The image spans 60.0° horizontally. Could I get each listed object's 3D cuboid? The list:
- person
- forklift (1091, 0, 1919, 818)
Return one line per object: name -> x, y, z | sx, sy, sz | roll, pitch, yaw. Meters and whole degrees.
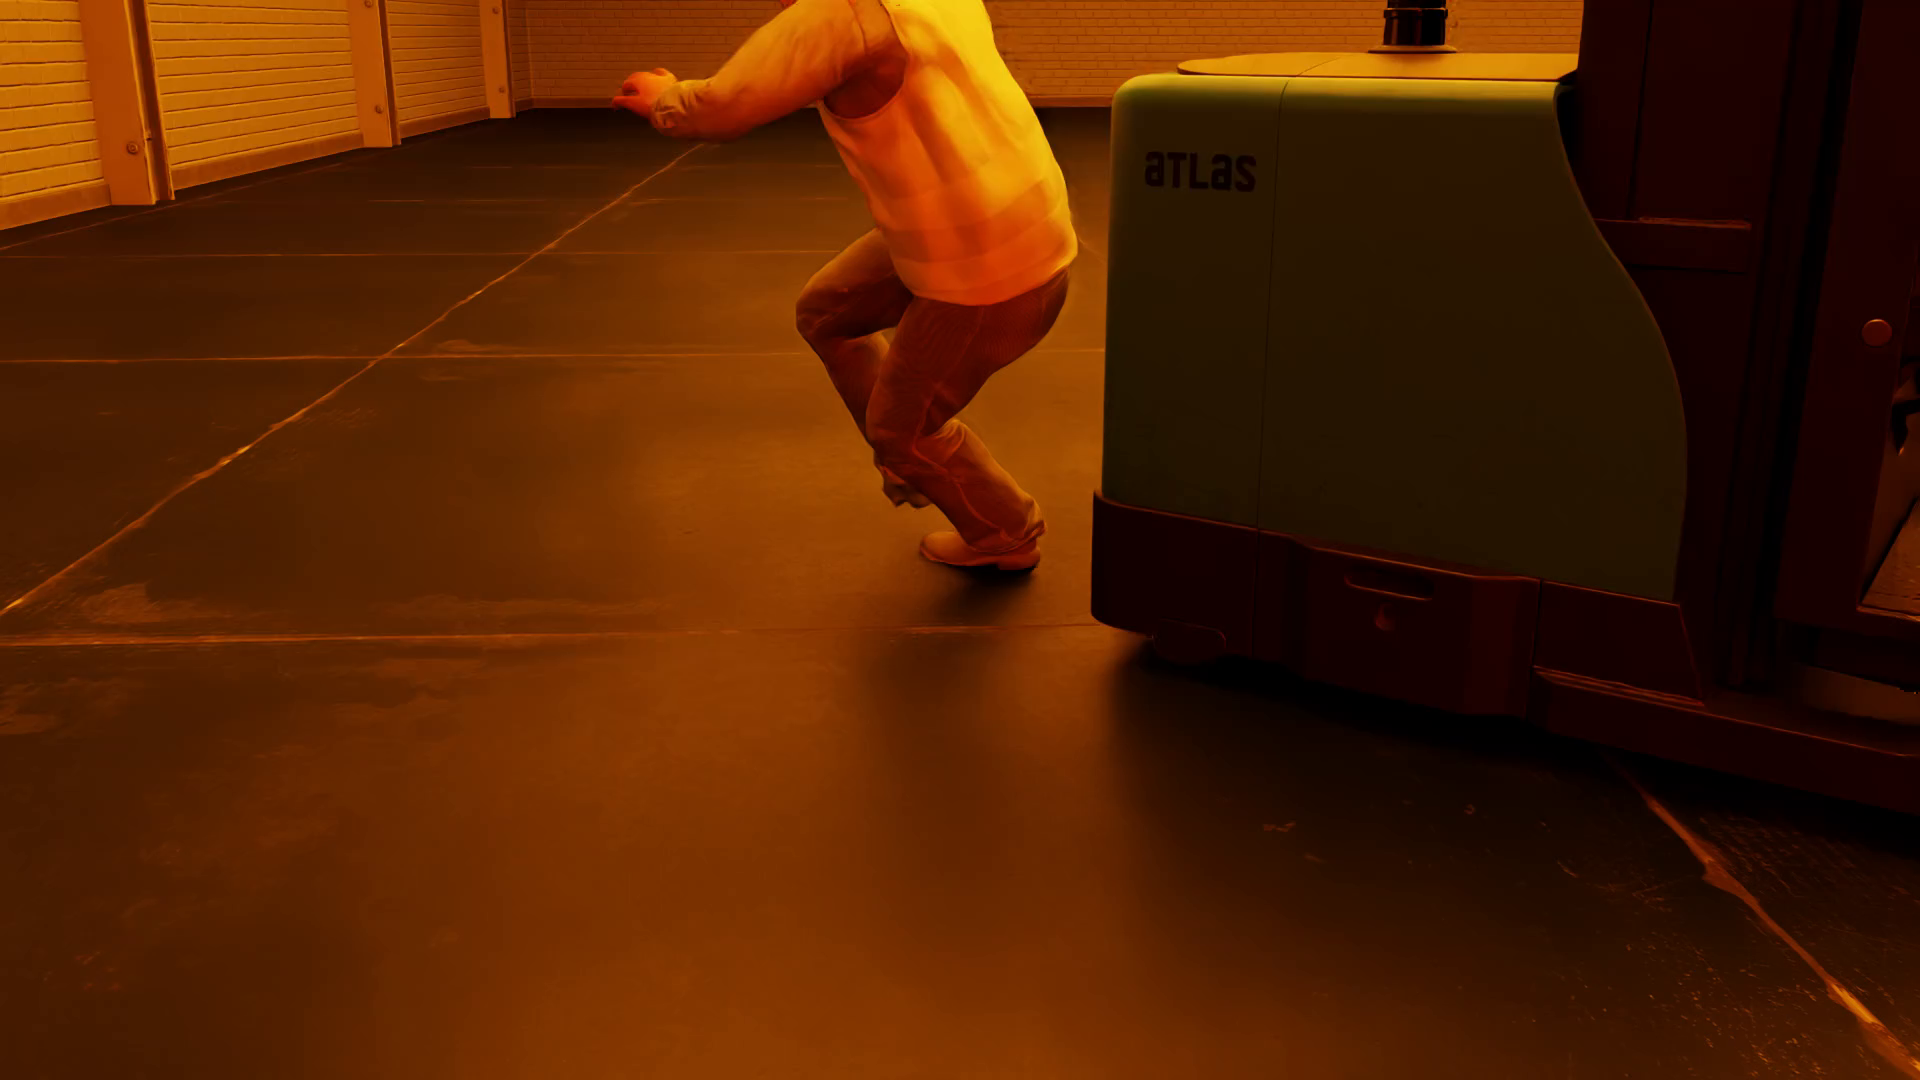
person -> -0.197, -0.607, 3.319 | 0.883, 1.545, 0.948 | 2, 17, 7
forklift -> 1.753, -1.056, 2.360 | 3.031, 2.935, 1.130 | 12, 20, 33
